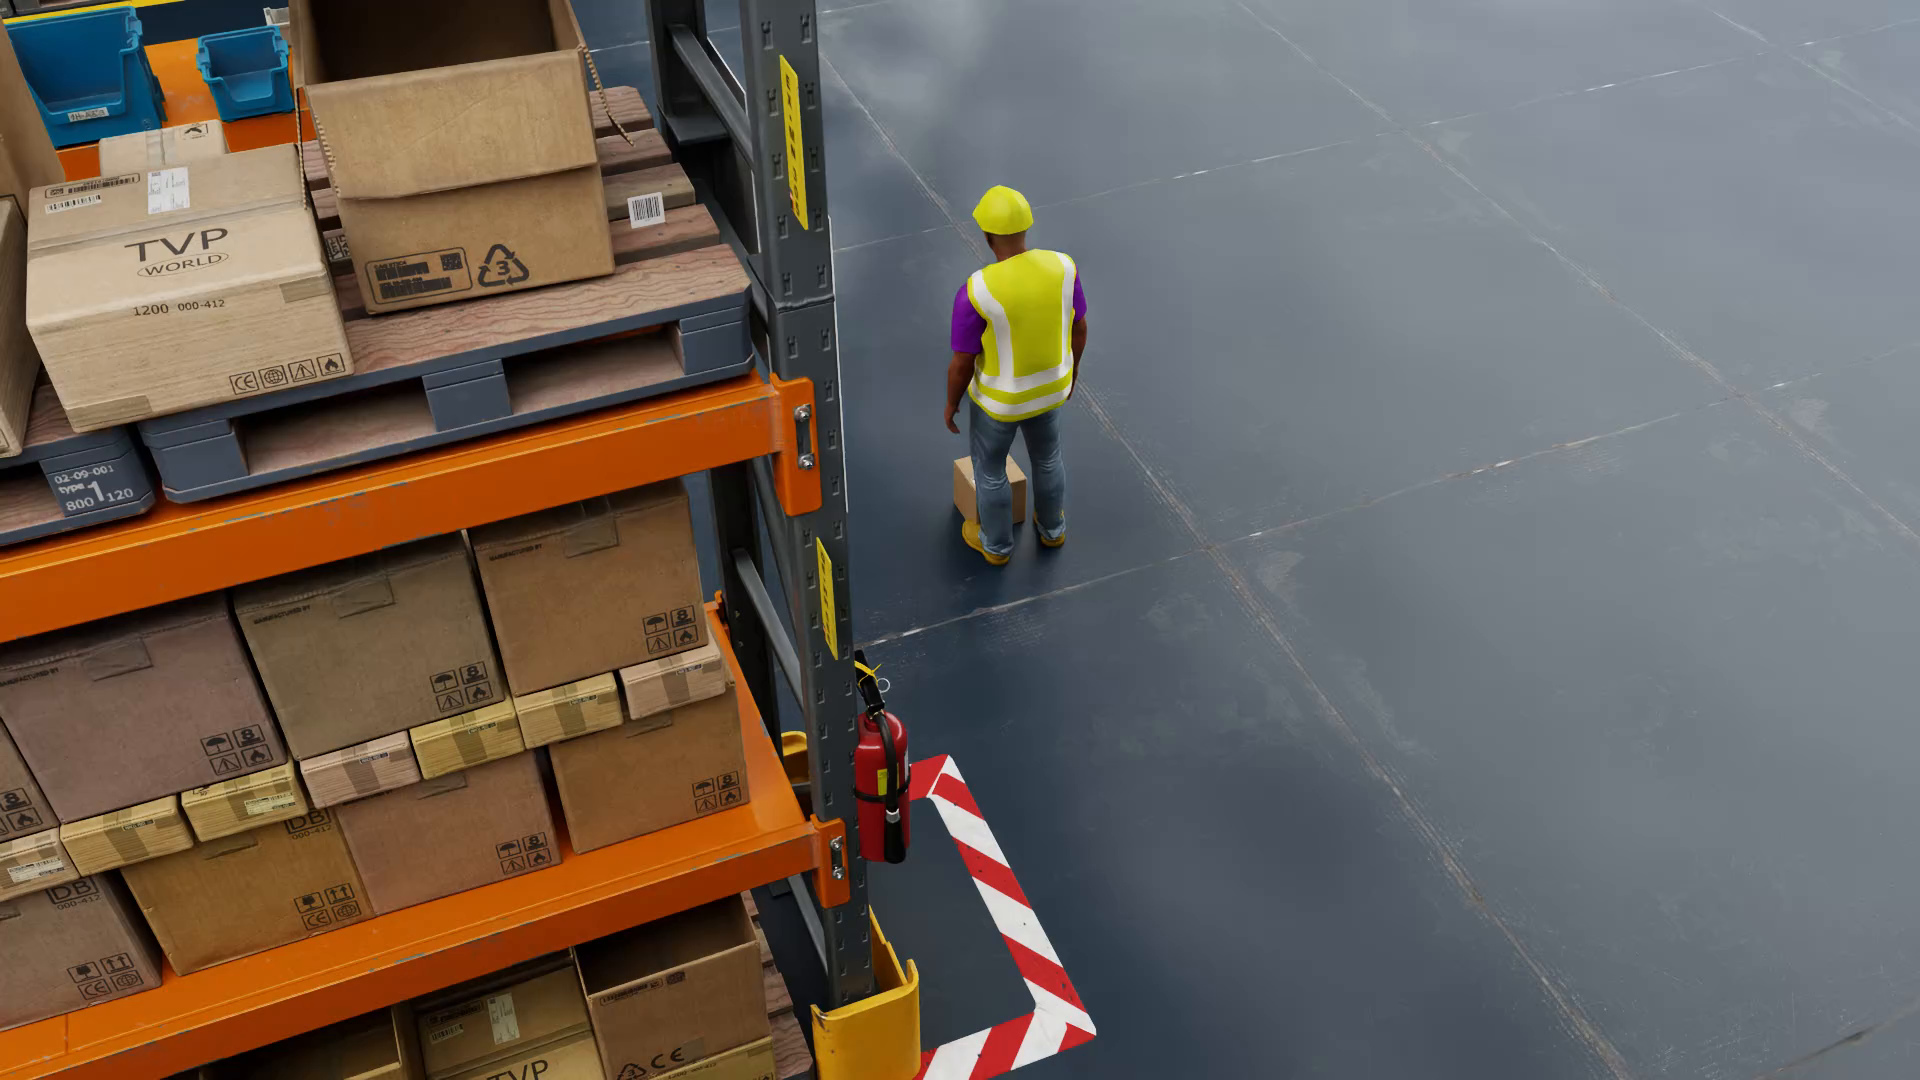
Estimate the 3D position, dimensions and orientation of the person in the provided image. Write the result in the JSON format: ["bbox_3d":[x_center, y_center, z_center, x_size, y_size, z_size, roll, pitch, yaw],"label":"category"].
[{"bbox_3d":[0.221,-0.647,6.877,0.634,1.760,0.458,-18,44,-19],"label":"person"}]
